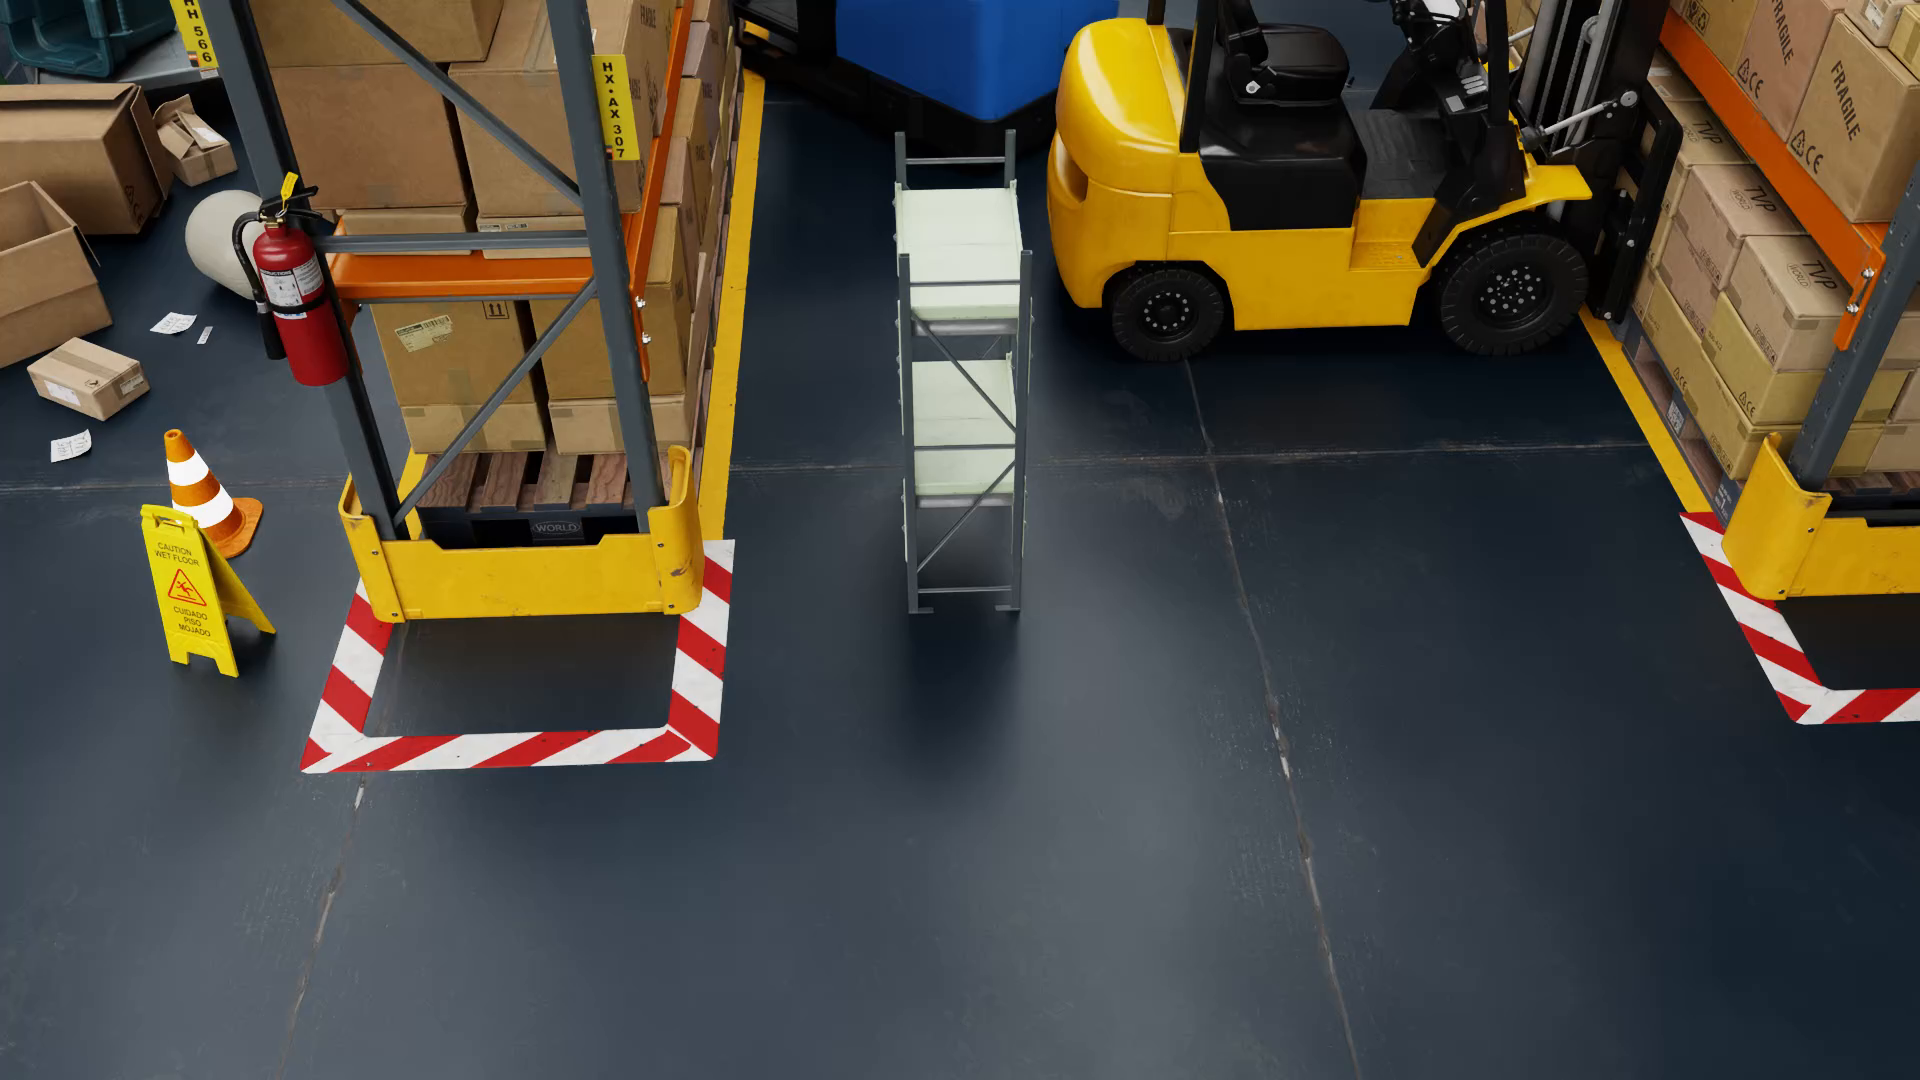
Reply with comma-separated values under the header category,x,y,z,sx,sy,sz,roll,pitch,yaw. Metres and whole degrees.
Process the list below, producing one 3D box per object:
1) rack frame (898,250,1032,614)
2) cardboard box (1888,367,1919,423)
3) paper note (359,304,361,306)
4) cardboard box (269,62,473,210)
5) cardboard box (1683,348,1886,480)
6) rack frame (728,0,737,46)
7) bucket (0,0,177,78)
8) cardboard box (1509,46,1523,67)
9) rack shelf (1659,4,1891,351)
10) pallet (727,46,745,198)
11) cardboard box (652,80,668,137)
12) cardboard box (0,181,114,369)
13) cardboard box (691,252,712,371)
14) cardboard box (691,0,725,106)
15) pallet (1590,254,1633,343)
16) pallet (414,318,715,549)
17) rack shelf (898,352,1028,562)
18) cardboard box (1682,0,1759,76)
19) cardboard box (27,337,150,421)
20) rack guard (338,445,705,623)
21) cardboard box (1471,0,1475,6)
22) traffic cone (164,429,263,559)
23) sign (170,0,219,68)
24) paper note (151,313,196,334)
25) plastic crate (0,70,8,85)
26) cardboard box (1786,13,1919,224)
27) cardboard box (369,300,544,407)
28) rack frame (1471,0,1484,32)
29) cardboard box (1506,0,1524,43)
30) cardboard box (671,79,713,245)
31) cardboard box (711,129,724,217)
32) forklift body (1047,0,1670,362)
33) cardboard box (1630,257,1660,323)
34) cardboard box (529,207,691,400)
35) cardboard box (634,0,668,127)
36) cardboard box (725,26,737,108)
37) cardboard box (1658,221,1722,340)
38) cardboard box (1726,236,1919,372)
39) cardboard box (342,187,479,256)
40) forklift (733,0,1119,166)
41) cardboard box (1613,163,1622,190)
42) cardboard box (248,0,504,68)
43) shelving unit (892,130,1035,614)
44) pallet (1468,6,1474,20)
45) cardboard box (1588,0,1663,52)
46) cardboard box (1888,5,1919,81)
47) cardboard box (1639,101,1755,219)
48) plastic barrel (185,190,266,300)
category,x,y,z,sx,sy,sz,roll,pitch,yaw
rack frame,0.016,-0.301,5.469,0.400,1.500,0.023,-2,43,-2
cardboard box,3.624,-0.685,6.132,0.500,0.250,0.500,-1,43,-1
paper note,-2.738,-1.054,7.377,0.142,0.019,0.148,-16,45,-16
cardboard box,-1.821,-1.396,5.259,0.500,0.500,0.500,-2,43,-3
cardboard box,3.100,-0.486,6.284,0.500,0.250,0.500,-1,43,-1
rack frame,-1.693,-3.592,7.949,1.000,3.000,0.127,-2,43,-2
bucket,-4.325,-2.709,8.284,0.726,0.611,0.620,12,34,13
cardboard box,2.993,-2.199,8.154,0.500,0.250,0.500,-3,43,-3
rack shelf,3.351,-2.121,6.877,1.077,0.370,4.000,-2,43,-2
pallet,-1.629,-2.111,8.397,1.003,0.211,1.213,-2,43,-2
cardboard box,-1.251,-1.558,5.916,0.380,0.149,0.250,-1,43,-1
cardboard box,-4.127,-1.084,7.060,0.797,0.503,0.637,-32,51,-30
cardboard box,-1.295,-0.930,6.769,0.500,0.250,0.500,0,43,0
cardboard box,-1.376,-2.274,7.681,0.500,0.500,0.500,-1,43,-1
pallet,3.313,-1.345,7.561,1.003,0.211,1.213,-2,43,-2
pallet,-1.525,-0.464,6.600,1.003,0.211,1.213,-2,43,-2
rack shelf,0.000,-0.308,5.959,0.431,0.370,0.720,-2,43,-2
cardboard box,3.118,-2.094,6.241,0.500,0.500,0.500,-2,43,-3
cardboard box,-3.597,-0.667,6.867,0.380,0.149,0.250,19,46,20
rack guard,-1.526,-0.021,5.903,1.175,0.500,0.348,-2,43,-2
cardboard box,3.233,-3.368,9.151,0.875,0.625,0.625,0,43,0
traffic cone,-2.830,-0.209,6.136,0.336,0.463,0.334,-2,43,-2
sign,-2.078,-1.432,4.502,0.100,0.325,0.005,-2,43,-2
paper note,-3.438,-0.951,7.274,0.148,0.019,0.142,12,44,13
plastic crate,-5.318,-2.286,8.563,0.450,0.188,0.662,12,43,27
cardboard box,3.153,-1.398,5.481,0.500,0.500,0.500,-3,43,-3
cardboard box,-1.818,-0.842,6.118,0.500,0.500,0.500,-1,43,-2
rack frame,3.266,-3.737,8.107,1.000,3.000,0.127,-2,43,-2
cardboard box,2.978,-2.727,8.359,0.500,0.250,0.500,-2,43,-2
cardboard box,-1.322,-1.569,6.911,0.500,0.500,0.500,-1,43,-1
cardboard box,-1.350,-1.639,7.542,0.500,0.250,0.500,-1,43,-1
forklift body,1.533,-1.951,6.787,2.313,2.155,1.214,-2,43,-2
cardboard box,3.077,-1.160,7.019,0.500,0.250,0.500,-1,43,-1
cardboard box,-1.283,-0.878,6.157,0.500,0.500,0.500,-3,43,-3
cardboard box,-1.291,-1.715,5.607,0.500,0.500,0.500,0,43,0
cardboard box,-1.399,-2.342,8.309,0.500,0.250,0.500,0,43,0
cardboard box,3.093,-1.020,6.497,0.500,0.250,0.500,-2,43,-2
cardboard box,3.105,-0.848,5.939,0.500,0.250,0.500,0,43,0
cardboard box,-1.753,-1.045,5.356,0.380,0.149,0.250,0,43,0
forklift,-0.610,-3.785,8.211,3.031,2.935,1.130,32,51,30
cardboard box,3.032,-1.706,7.246,0.500,0.250,0.500,-2,43,-2
cardboard box,-1.763,-1.745,4.900,0.700,0.500,0.500,-3,43,-3
shelving unit,0.000,-0.548,5.738,0.431,1.500,0.755,-2,43,-2
pallet,3.196,-3.205,9.590,1.003,0.211,1.213,-2,43,-2
cardboard box,3.018,-2.230,7.447,0.500,0.250,0.500,0,43,0
cardboard box,3.141,-1.538,5.154,0.380,0.149,0.250,-1,43,-1
cardboard box,3.046,-1.533,6.687,0.500,0.250,0.500,-1,43,-1
plastic barrel,-3.123,-1.293,7.347,0.512,0.421,0.421,27,49,27
